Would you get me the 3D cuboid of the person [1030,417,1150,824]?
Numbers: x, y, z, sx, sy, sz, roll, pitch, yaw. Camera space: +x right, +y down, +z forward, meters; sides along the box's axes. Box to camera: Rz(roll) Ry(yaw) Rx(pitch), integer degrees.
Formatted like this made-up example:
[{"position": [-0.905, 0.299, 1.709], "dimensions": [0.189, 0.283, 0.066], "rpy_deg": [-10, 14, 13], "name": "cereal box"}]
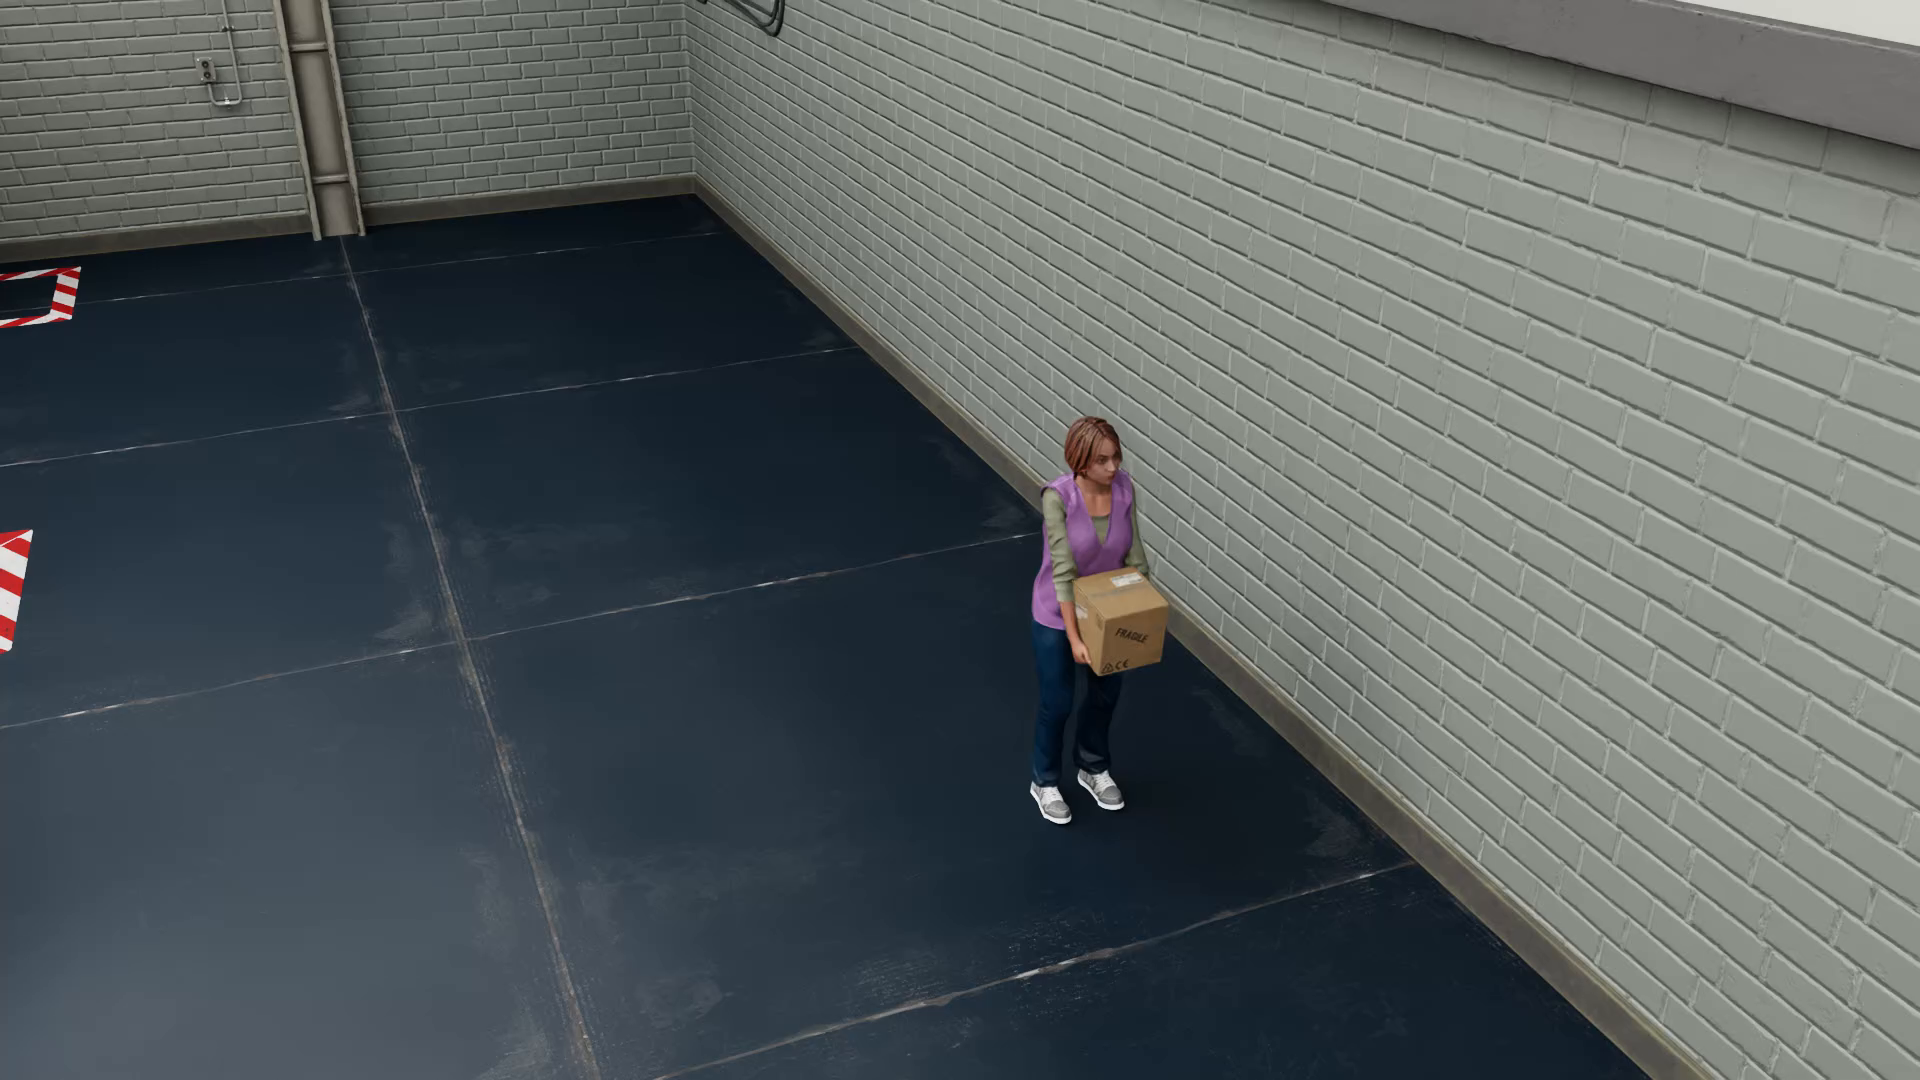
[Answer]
[{"position": [0.473, 0.315, 5.995], "dimensions": [0.375, 1.596, 0.507], "rpy_deg": [-11, 28, -21], "name": "person"}]
